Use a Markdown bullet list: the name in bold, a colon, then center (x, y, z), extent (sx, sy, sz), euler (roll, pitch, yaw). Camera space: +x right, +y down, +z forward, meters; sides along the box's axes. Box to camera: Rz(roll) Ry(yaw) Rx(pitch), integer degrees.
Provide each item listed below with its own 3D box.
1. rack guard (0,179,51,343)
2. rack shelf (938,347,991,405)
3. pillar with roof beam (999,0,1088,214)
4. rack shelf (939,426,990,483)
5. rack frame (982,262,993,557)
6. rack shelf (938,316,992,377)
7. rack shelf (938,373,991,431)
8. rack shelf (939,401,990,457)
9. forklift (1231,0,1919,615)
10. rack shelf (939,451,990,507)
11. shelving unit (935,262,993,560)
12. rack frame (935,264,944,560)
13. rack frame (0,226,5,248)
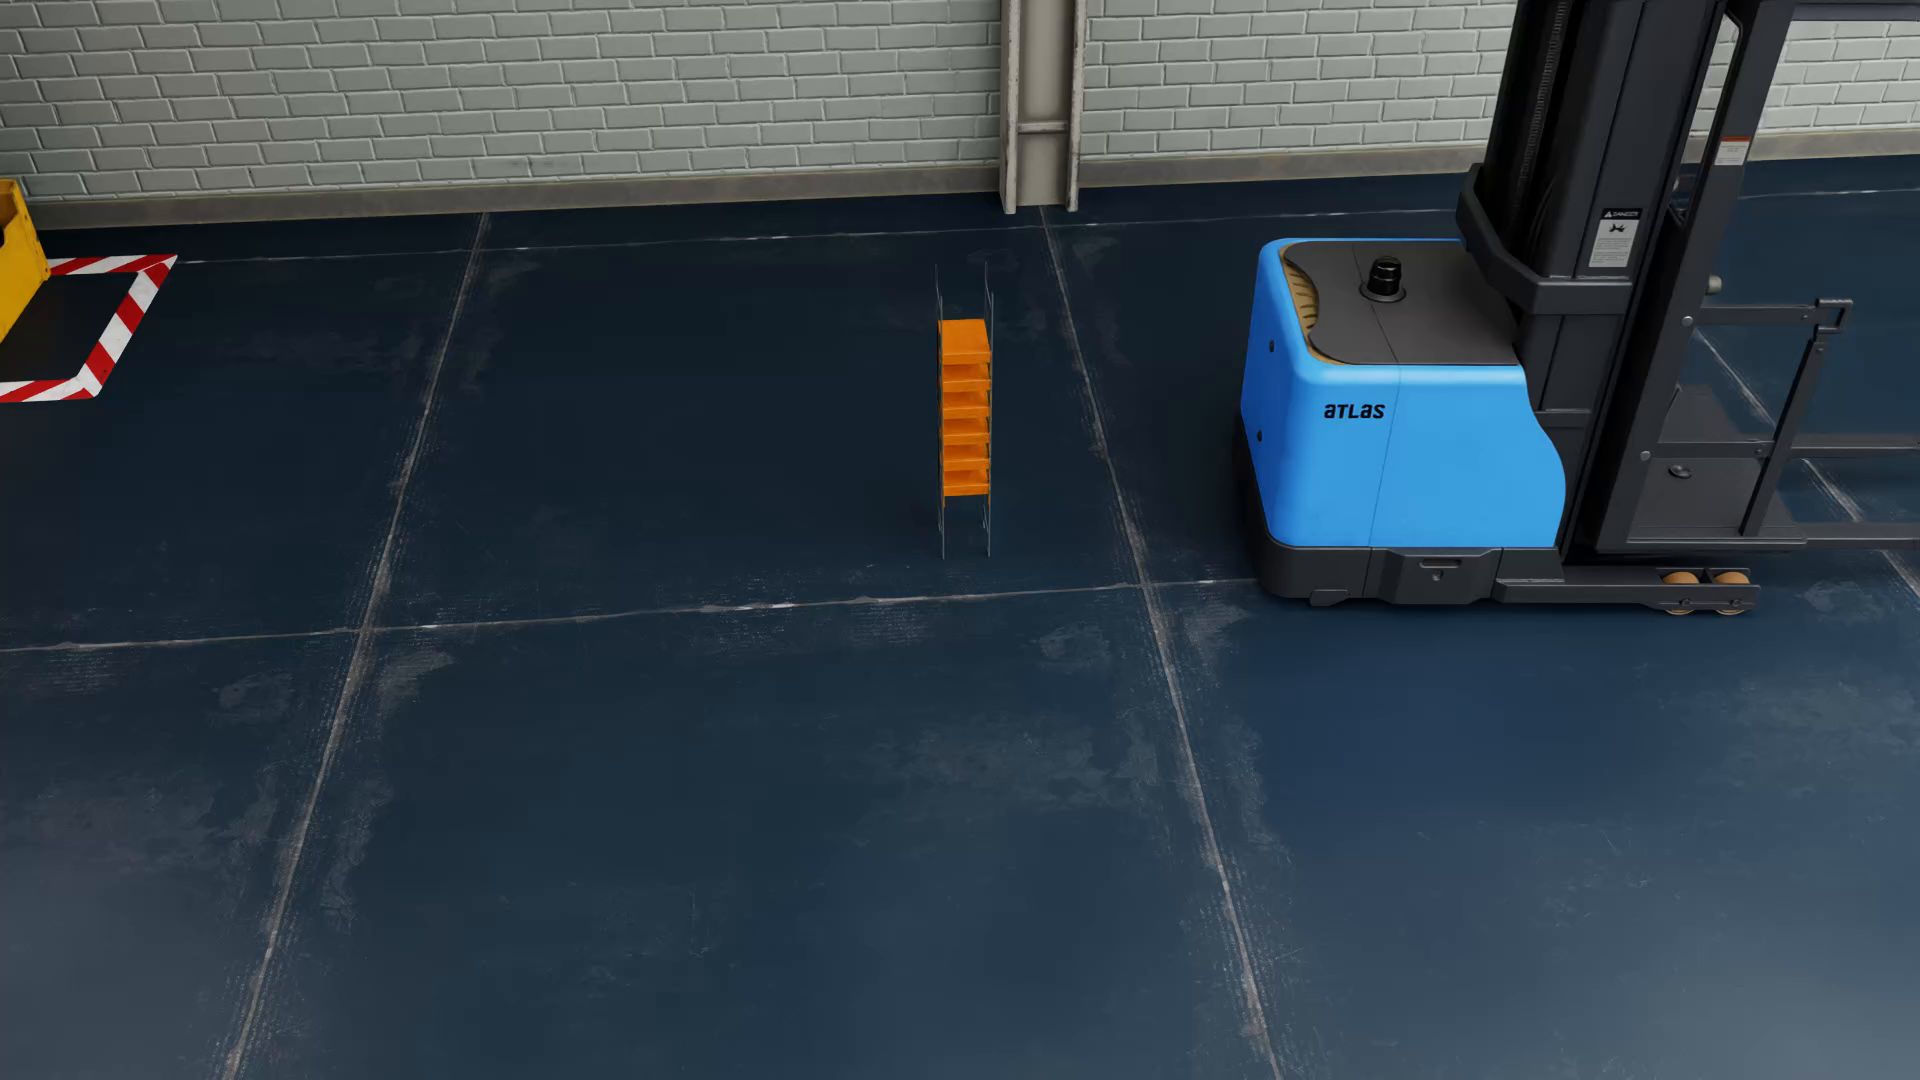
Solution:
- **rack guard**: center (-4.753, -1.217, 7.889), extent (0.348, 0.500, 1.175), euler (-3, 38, -4)
- **rack shelf**: center (0.014, -0.625, 6.258), extent (0.180, 0.103, 0.258), euler (-3, 38, -4)
- **pillar with roof beam**: center (0.808, -2.743, 2.962), extent (0.400, 9.000, 9.100), euler (-3, 38, -4)
- **rack shelf**: center (0.014, -0.343, 6.481), extent (0.180, 0.103, 0.258), euler (-3, 38, -4)
- **rack frame**: center (0.106, -0.477, 6.386), extent (0.006, 1.200, 0.240), euler (-3, 38, -4)
- **rack shelf**: center (0.014, -0.720, 6.184), extent (0.180, 0.103, 0.258), euler (-3, 38, -4)
- **rack shelf**: center (0.014, -0.531, 6.333), extent (0.180, 0.103, 0.258), euler (-3, 38, -4)
- **rack shelf**: center (0.014, -0.437, 6.407), extent (0.180, 0.103, 0.258), euler (-3, 38, -4)
- **forklift**: center (2.671, -1.195, 5.899), extent (3.031, 2.935, 1.130), euler (0, 38, 0)
- **rack shelf**: center (0.014, -0.249, 6.556), extent (0.180, 0.103, 0.258), euler (-3, 38, -4)
- **shelving unit**: center (0.014, -0.472, 6.379), extent (0.189, 1.200, 0.258), euler (-3, 38, -4)
- **rack frame**: center (-0.077, -0.467, 6.373), extent (0.006, 1.200, 0.240), euler (-3, 38, -4)
- **rack frame**: center (-4.777, -2.197, 7.113), extent (0.127, 3.000, 1.000), euler (-3, 38, -4)
